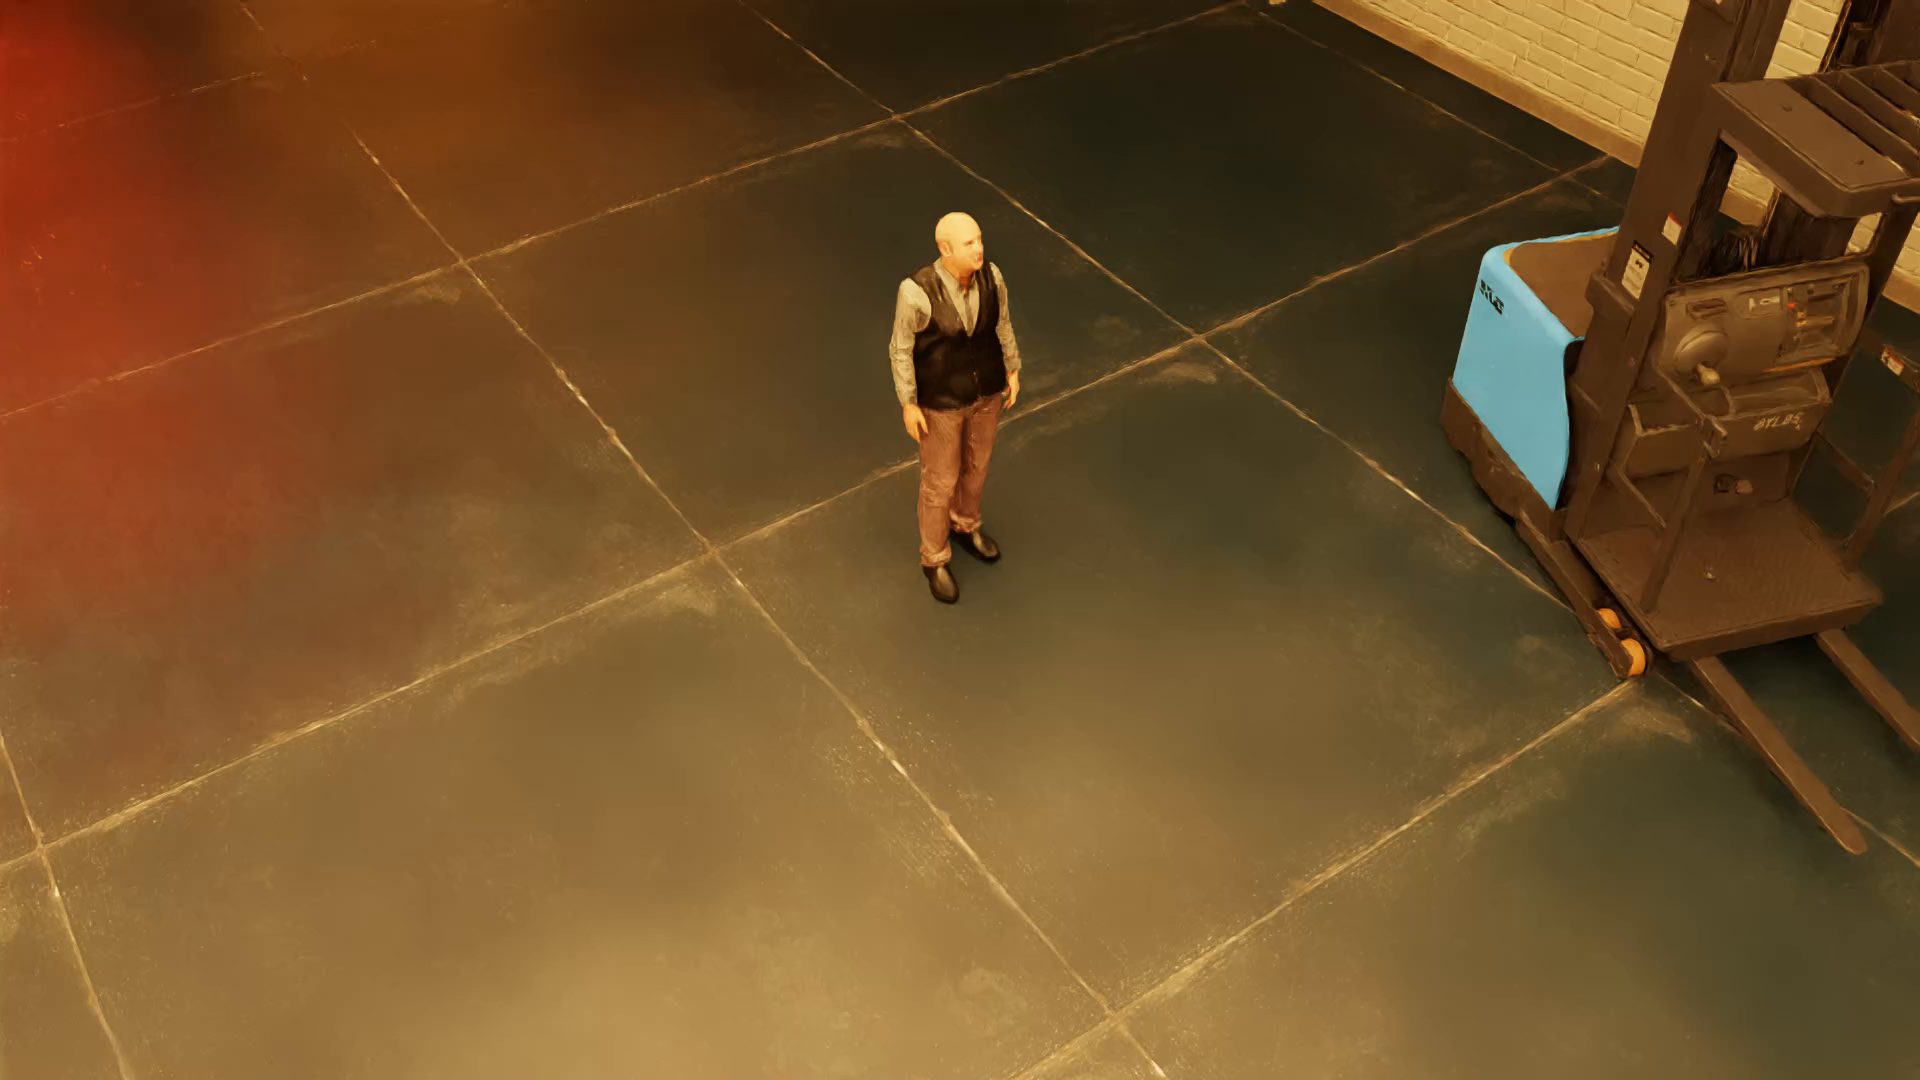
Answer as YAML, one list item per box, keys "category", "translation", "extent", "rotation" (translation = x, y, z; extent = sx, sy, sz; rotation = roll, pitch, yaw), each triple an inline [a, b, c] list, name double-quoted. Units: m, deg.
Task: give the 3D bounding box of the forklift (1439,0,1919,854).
- category: "forklift"
  translation: [3.303, -0.781, 6.563]
  extent: [1.130, 2.935, 3.031]
  rotation: [-10, 44, -11]

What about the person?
- category: "person"
  translation: [0.029, -0.600, 7.249]
  extent: [0.632, 1.720, 0.567]
  rotation: [-25, 48, -25]
